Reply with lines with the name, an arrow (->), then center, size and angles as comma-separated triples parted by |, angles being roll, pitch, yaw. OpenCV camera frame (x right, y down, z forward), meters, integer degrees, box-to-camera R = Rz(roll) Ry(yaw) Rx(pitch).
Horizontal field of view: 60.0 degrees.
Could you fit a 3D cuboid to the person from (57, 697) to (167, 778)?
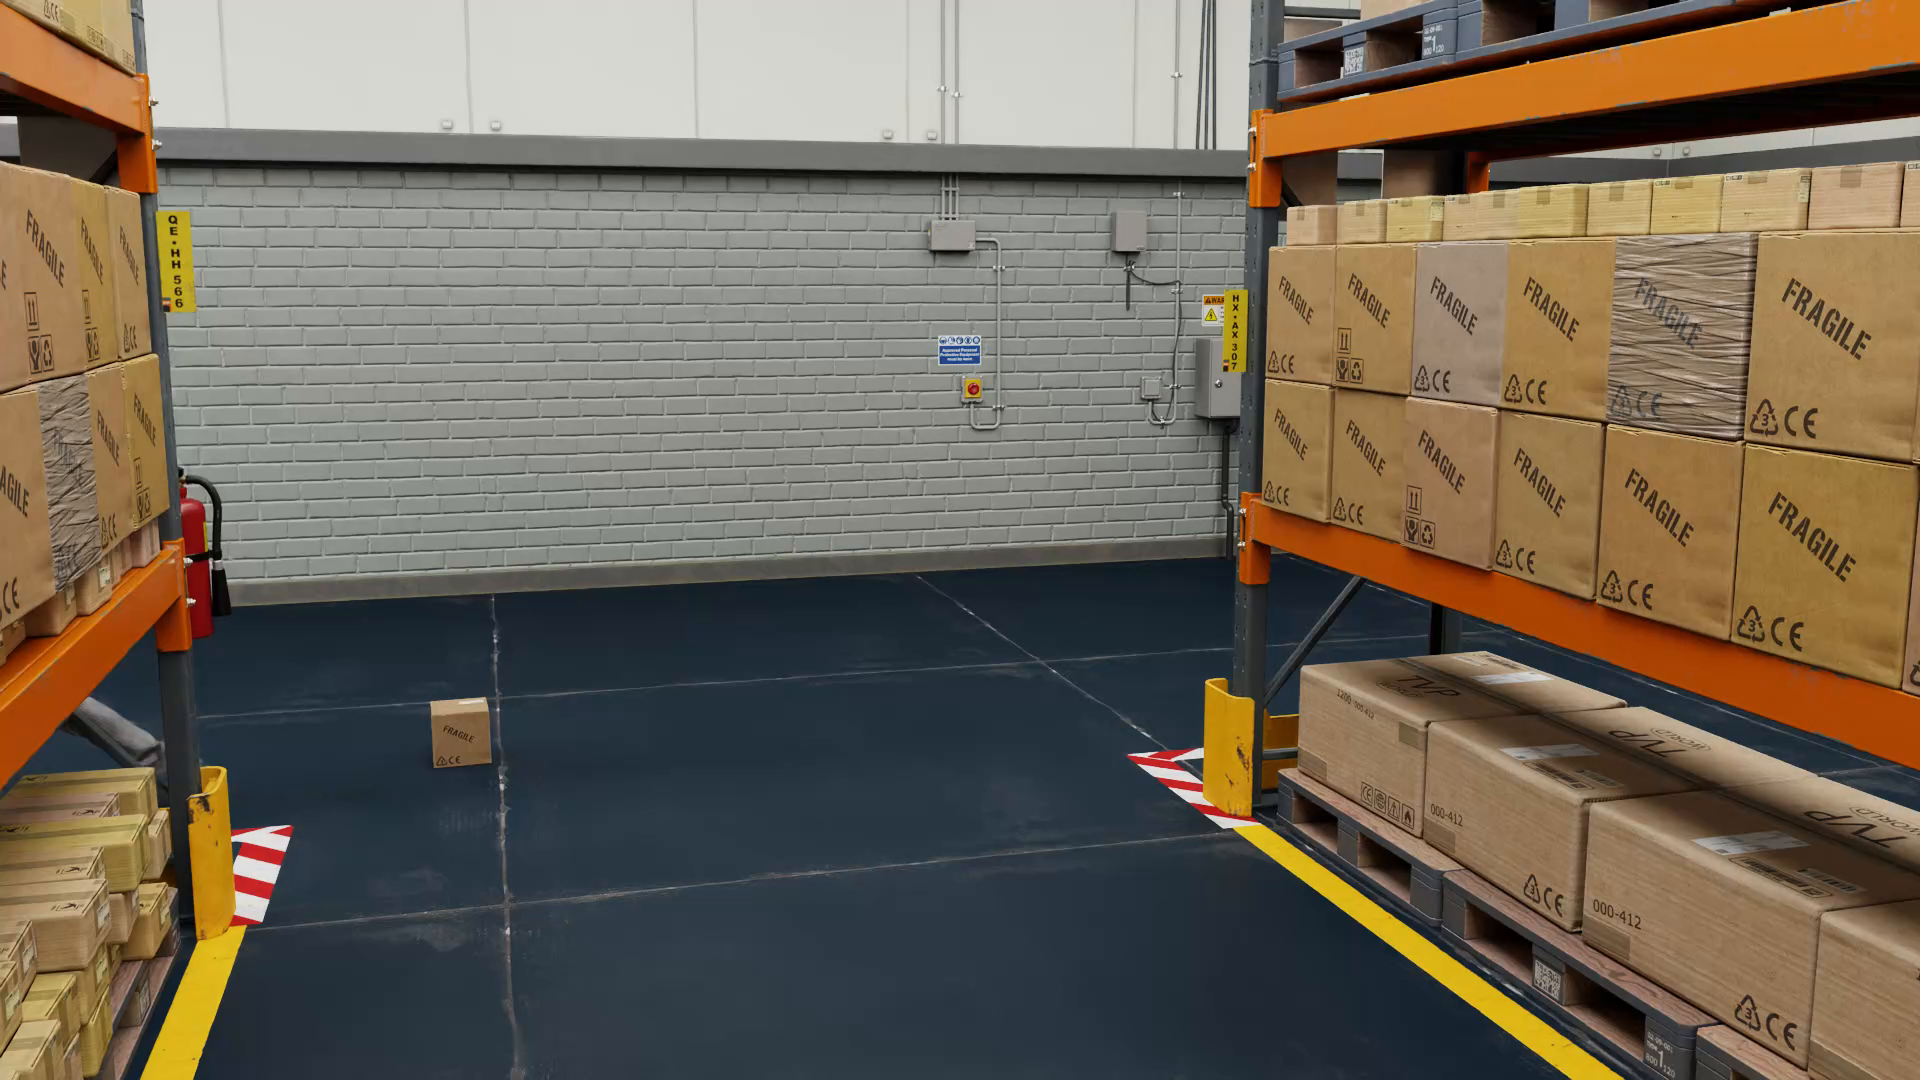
person -> -3.683, 0.286, 6.532 | 1.012, 1.729, 0.547 | -4, 10, -23
